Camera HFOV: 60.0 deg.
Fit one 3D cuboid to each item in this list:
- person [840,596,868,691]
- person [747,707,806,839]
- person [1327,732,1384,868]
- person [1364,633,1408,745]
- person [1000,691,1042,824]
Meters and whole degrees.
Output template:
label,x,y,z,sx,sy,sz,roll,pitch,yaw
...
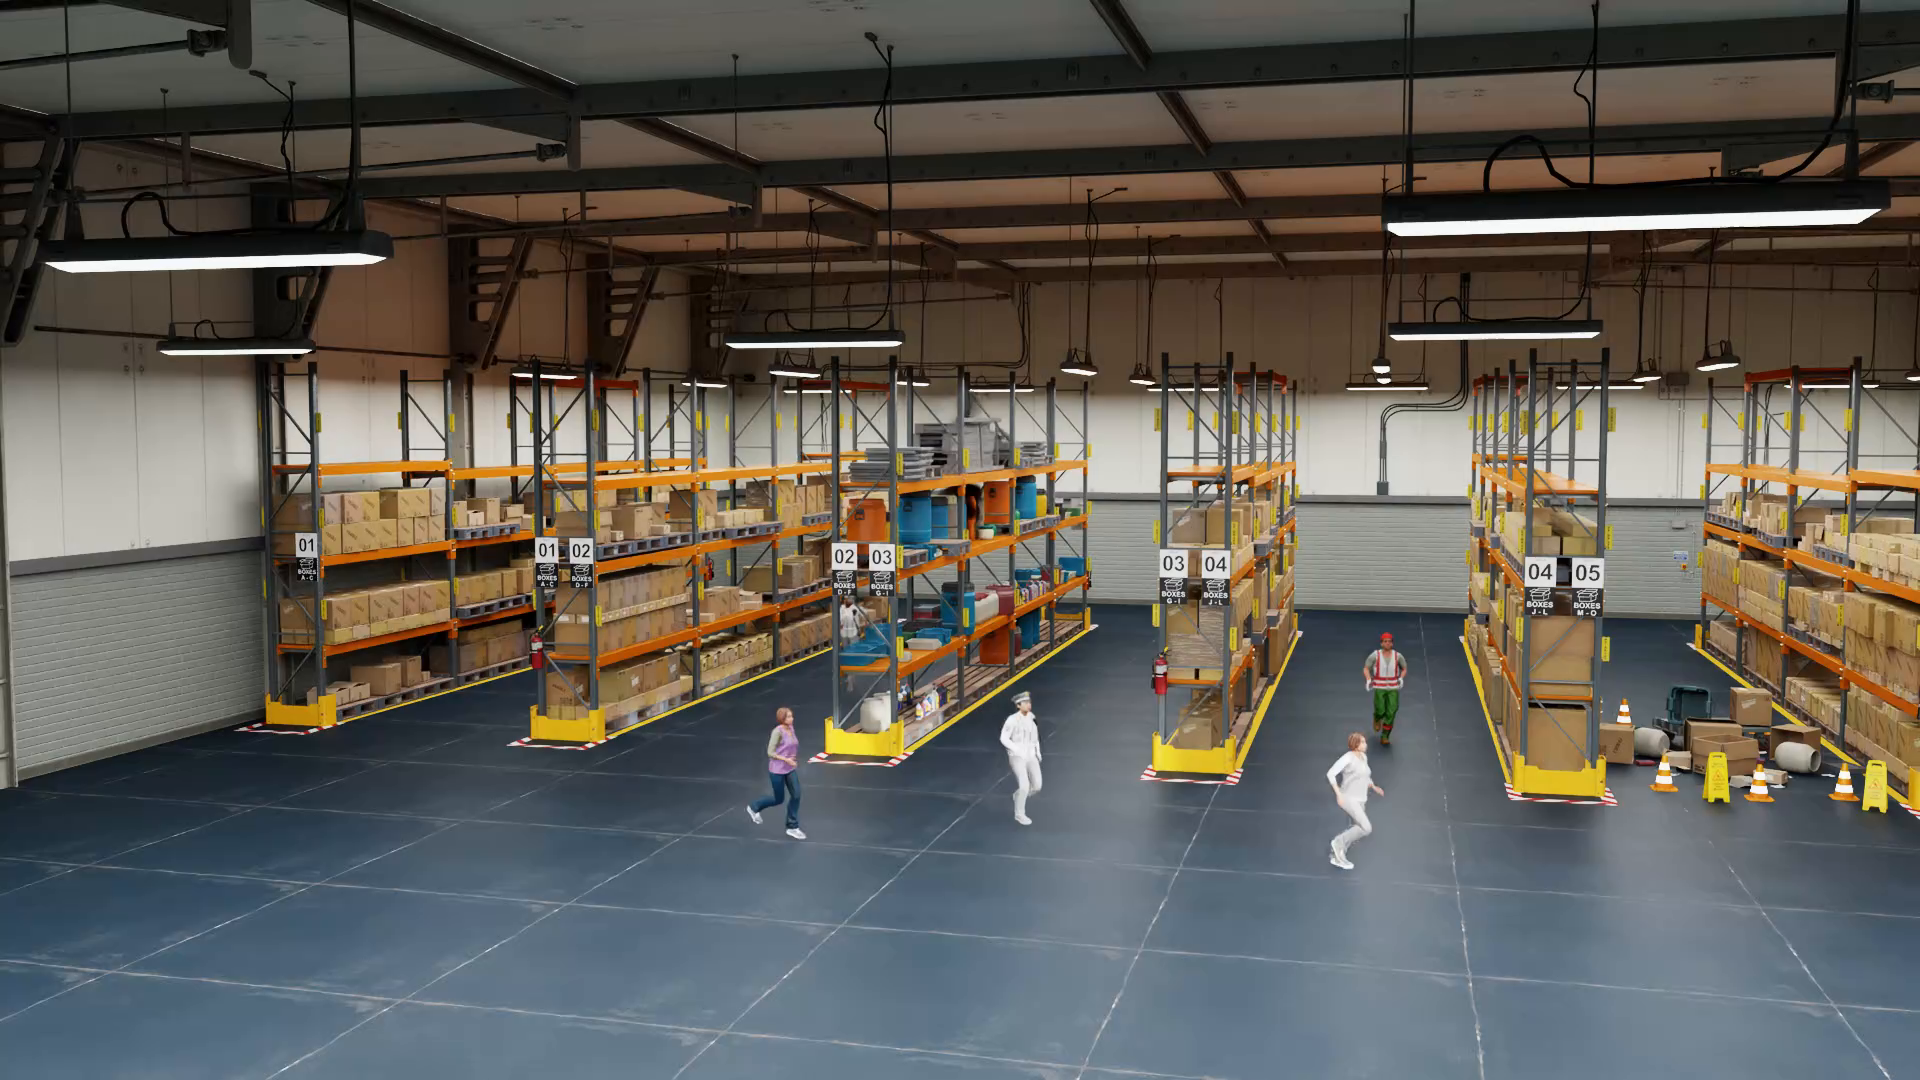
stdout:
label,x,y,z,sx,sy,sz,roll,pitch,yaw
person,-1.970,1.778,29.783,0.596,1.774,0.732,1,4,12
person,-2.210,2.801,20.170,0.809,1.589,0.525,2,5,30
person,4.420,2.916,18.559,0.619,1.556,0.515,4,5,42
person,6.665,2.318,25.993,0.672,1.741,0.592,0,4,6
person,0.791,2.713,20.803,0.639,1.664,0.497,-3,5,-38
